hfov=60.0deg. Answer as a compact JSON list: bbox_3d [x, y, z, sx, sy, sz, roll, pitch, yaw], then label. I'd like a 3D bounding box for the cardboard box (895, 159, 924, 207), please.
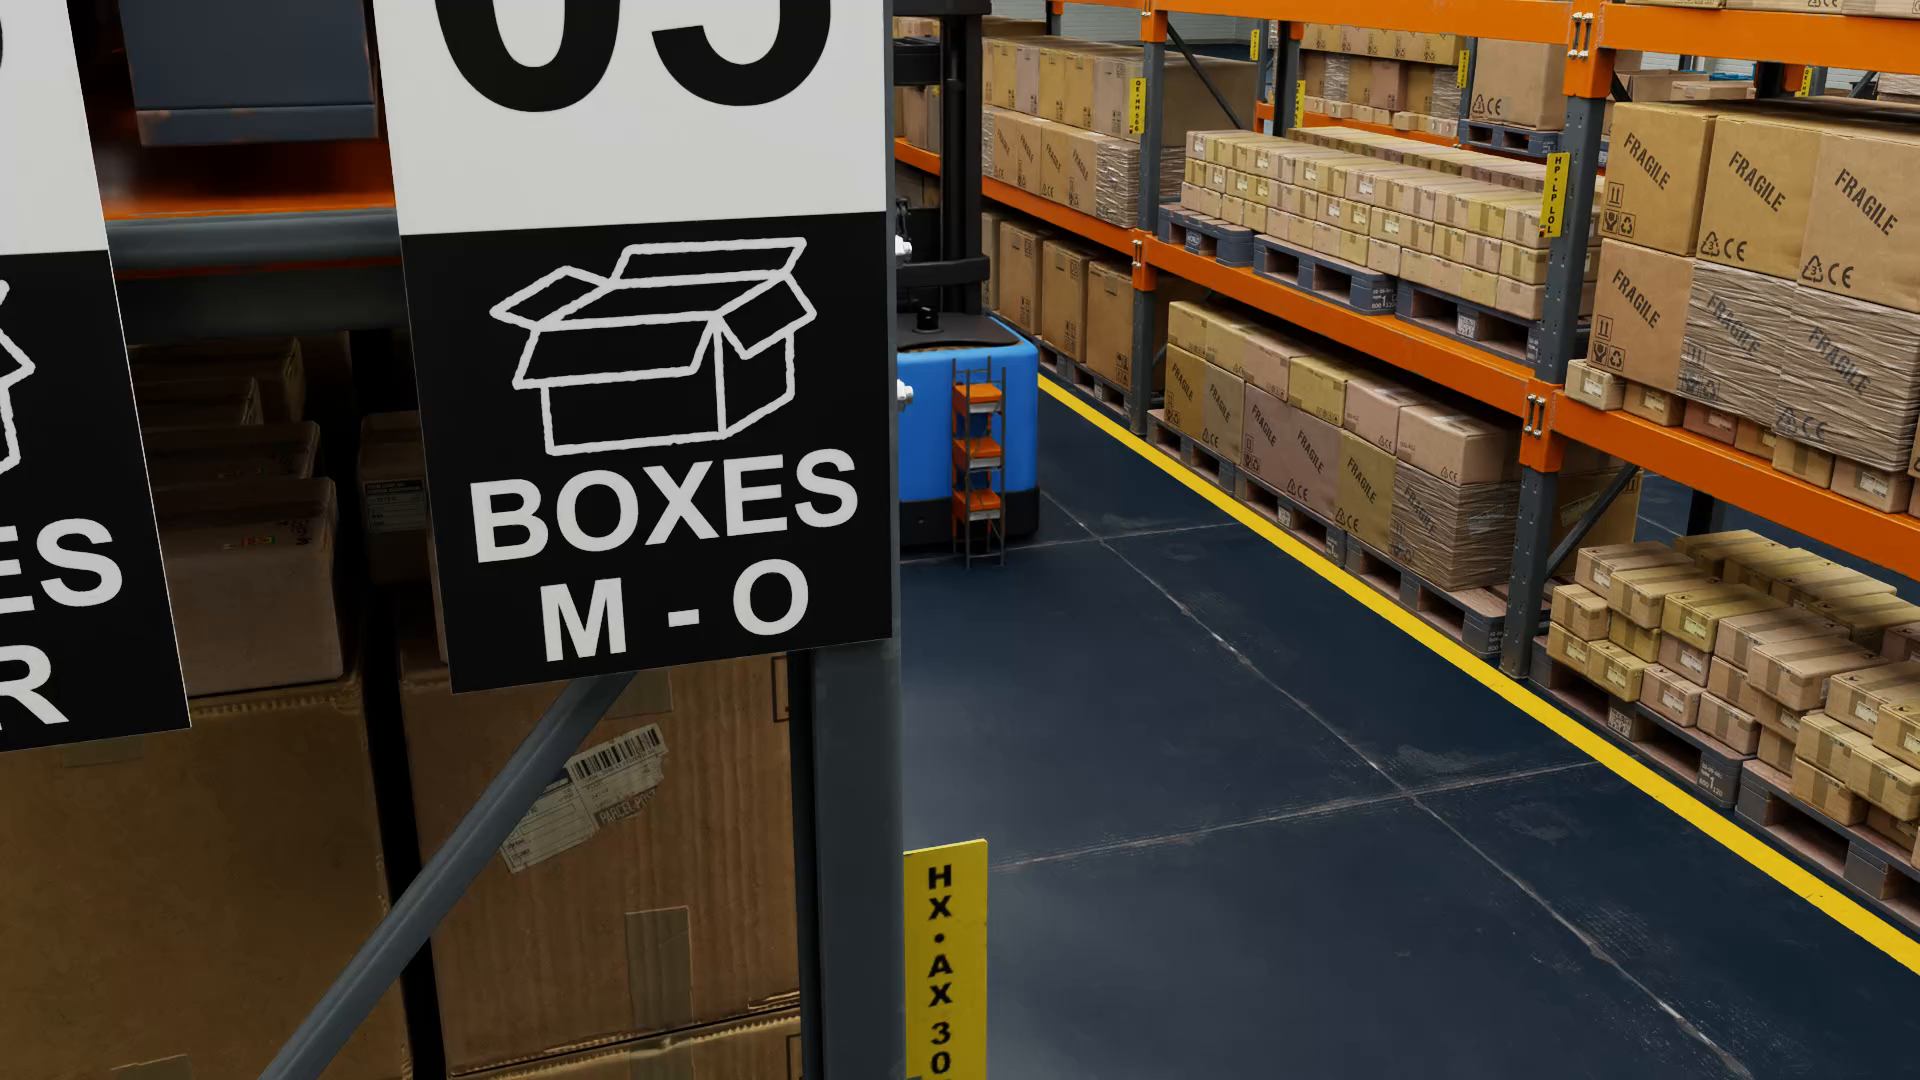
[{"bbox_3d":[-0.071,-3.133,15.724,0.875,0.875,0.875,-6,21,-17],"label":"cardboard box"}]

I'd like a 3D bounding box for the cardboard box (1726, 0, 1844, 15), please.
[{"bbox_3d":[2.923,-1.875,5.483,0.500,0.250,0.500,-7,21,-18],"label":"cardboard box"}]

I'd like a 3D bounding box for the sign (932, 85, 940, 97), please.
[{"bbox_3d":[-0.179,-3.823,13.724,0.100,0.325,0.005,-6,21,-17],"label":"sign"}]

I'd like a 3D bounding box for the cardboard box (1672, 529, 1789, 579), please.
[{"bbox_3d":[3.221,0.081,6.971,0.380,0.149,0.250,-6,21,-16],"label":"cardboard box"}]

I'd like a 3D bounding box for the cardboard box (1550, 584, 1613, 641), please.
[{"bbox_3d":[2.672,0.284,6.844,0.380,0.149,0.250,-5,20,-15],"label":"cardboard box"}]

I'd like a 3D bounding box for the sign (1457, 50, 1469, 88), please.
[{"bbox_3d":[4.575,-4.279,15.112,0.100,0.325,0.005,-6,21,-17],"label":"sign"}]

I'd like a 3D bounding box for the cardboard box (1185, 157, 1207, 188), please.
[{"bbox_3d":[1.566,-2.197,9.905,0.380,0.149,0.250,-5,20,-15],"label":"cardboard box"}]

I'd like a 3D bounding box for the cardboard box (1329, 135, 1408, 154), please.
[{"bbox_3d":[2.353,-2.240,9.585,0.380,0.149,0.250,-6,21,-16],"label":"cardboard box"}]

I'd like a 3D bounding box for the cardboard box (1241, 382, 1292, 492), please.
[{"bbox_3d":[1.912,-0.596,9.214,0.500,0.500,0.500,-7,21,-19],"label":"cardboard box"}]

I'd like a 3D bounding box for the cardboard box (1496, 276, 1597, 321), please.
[{"bbox_3d":[2.549,-1.056,7.169,0.380,0.149,0.250,-7,21,-18],"label":"cardboard box"}]

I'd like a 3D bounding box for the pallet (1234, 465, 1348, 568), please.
[{"bbox_3d":[2.229,-0.200,9.160,1.003,0.211,1.213,-6,21,-17],"label":"pallet"}]

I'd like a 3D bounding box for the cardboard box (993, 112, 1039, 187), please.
[{"bbox_3d":[0.571,-2.964,12.584,0.500,0.500,0.500,-6,21,-17],"label":"cardboard box"}]

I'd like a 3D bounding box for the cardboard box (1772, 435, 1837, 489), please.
[{"bbox_3d":[3.023,-0.295,5.673,0.380,0.149,0.250,-6,21,-16],"label":"cardboard box"}]

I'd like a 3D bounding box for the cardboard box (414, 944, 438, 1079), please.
[{"bbox_3d":[-1.095,0.636,2.562,0.500,0.500,0.500,-7,21,-18],"label":"cardboard box"}]

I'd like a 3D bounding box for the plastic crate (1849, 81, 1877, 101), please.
[{"bbox_3d":[9.746,-4.610,17.407,0.767,0.338,0.504,-6,21,-17],"label":"plastic crate"}]

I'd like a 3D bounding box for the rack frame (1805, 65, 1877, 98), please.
[{"bbox_3d":[6.345,-2.648,11.852,1.000,3.000,0.127,-6,21,-17],"label":"rack frame"}]

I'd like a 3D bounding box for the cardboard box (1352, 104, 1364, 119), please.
[{"bbox_3d":[4.278,-4.423,17.164,0.380,0.149,0.250,-6,21,-17],"label":"cardboard box"}]

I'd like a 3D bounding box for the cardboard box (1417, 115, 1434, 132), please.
[{"bbox_3d":[4.650,-4.019,16.041,0.380,0.149,0.250,-6,21,-17],"label":"cardboard box"}]

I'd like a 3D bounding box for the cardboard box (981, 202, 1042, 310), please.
[{"bbox_3d":[0.628,-2.387,13.830,1.050,0.750,0.750,-6,21,-17],"label":"cardboard box"}]

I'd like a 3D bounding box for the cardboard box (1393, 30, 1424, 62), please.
[{"bbox_3d":[4.527,-4.865,15.957,0.500,0.500,0.500,-6,21,-17],"label":"cardboard box"}]

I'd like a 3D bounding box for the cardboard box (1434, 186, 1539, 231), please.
[{"bbox_3d":[2.386,-1.507,7.545,0.380,0.149,0.250,-7,21,-19],"label":"cardboard box"}]

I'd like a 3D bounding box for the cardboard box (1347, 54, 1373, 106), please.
[{"bbox_3d":[4.511,-4.749,17.112,0.875,0.500,0.500,-6,21,-17],"label":"cardboard box"}]

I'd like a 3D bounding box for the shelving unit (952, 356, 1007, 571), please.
[{"bbox_3d":[0.094,-0.387,8.442,0.215,1.050,0.252,-6,21,-15],"label":"shelving unit"}]

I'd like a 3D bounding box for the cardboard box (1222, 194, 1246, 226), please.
[{"bbox_3d":[1.723,-1.895,9.507,0.380,0.149,0.250,-5,20,-14],"label":"cardboard box"}]

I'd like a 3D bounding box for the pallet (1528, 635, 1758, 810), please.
[{"bbox_3d":[3.107,0.654,6.783,1.003,0.211,1.213,-6,21,-17],"label":"pallet"}]

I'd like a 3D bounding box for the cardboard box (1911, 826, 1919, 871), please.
[{"bbox_3d":[3.281,1.002,5.285,0.380,0.149,0.250,-6,21,-16],"label":"cardboard box"}]

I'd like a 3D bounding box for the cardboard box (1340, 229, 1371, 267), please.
[{"bbox_3d":[2.137,-1.474,8.332,0.380,0.149,0.250,-5,20,-15],"label":"cardboard box"}]

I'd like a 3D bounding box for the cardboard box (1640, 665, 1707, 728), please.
[{"bbox_3d":[2.883,0.585,6.448,0.380,0.149,0.250,-6,21,-17],"label":"cardboard box"}]

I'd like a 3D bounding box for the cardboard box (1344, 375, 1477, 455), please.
[{"bbox_3d":[2.239,-0.623,8.180,0.500,0.250,0.500,-5,20,-15],"label":"cardboard box"}]

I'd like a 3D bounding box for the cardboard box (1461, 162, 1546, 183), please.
[{"bbox_3d":[2.767,-1.820,8.415,0.380,0.149,0.250,-6,21,-15],"label":"cardboard box"}]

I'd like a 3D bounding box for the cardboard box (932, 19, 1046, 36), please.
[{"bbox_3d":[0.264,-4.138,14.181,0.875,0.550,0.550,-6,21,-17],"label":"cardboard box"}]

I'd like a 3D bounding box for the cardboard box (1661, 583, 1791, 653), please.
[{"bbox_3d":[2.930,0.297,6.368,0.380,0.149,0.250,-7,21,-18],"label":"cardboard box"}]

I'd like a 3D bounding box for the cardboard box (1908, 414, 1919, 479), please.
[{"bbox_3d":[3.261,-0.379,4.946,0.500,0.500,0.500,-5,20,-14],"label":"cardboard box"}]

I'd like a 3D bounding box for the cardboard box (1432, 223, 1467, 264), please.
[{"bbox_3d":[2.390,-1.361,7.577,0.380,0.149,0.250,-5,20,-15],"label":"cardboard box"}]

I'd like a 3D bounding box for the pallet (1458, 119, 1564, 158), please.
[{"bbox_3d":[5.190,-3.581,14.732,1.003,0.211,1.213,-6,21,-17],"label":"pallet"}]

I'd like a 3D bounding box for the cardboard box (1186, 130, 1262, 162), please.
[{"bbox_3d":[1.567,-2.343,9.872,0.380,0.149,0.250,-6,21,-17],"label":"cardboard box"}]

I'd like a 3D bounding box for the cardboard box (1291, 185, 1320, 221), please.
[{"bbox_3d":[1.972,-1.784,8.755,0.380,0.149,0.250,-7,21,-18],"label":"cardboard box"}]

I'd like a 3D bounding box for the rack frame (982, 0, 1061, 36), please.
[{"bbox_3d":[0.347,-3.437,14.049,1.000,3.000,0.127,-6,21,-17],"label":"rack frame"}]

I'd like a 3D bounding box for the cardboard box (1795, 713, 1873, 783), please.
[{"bbox_3d":[3.113,0.696,5.698,0.380,0.149,0.250,-7,21,-18],"label":"cardboard box"}]

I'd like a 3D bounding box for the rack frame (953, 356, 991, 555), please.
[{"bbox_3d":[0.060,-0.427,8.552,0.200,1.050,0.008,-6,21,-15],"label":"rack frame"}]

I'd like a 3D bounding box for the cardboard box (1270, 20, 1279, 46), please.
[{"bbox_3d":[3.745,-5.668,18.191,0.500,0.500,0.500,-6,21,-17],"label":"cardboard box"}]

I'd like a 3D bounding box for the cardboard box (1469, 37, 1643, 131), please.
[{"bbox_3d":[5.205,-4.142,14.502,1.000,1.000,1.000,-6,21,-17],"label":"cardboard box"}]

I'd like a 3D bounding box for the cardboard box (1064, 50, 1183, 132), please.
[{"bbox_3d":[1.149,-3.143,11.603,0.700,0.500,0.500,-7,21,-18],"label":"cardboard box"}]

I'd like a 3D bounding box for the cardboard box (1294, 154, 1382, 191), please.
[{"bbox_3d":[1.981,-1.923,8.702,0.380,0.149,0.250,-6,21,-16],"label":"cardboard box"}]

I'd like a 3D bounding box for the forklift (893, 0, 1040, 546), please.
[{"bbox_3d":[-0.482,-1.795,9.578,1.130,2.935,3.031,-6,21,-15],"label":"forklift"}]

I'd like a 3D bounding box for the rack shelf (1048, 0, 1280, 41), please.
[{"bbox_3d":[0.976,-3.869,11.877,1.077,0.370,4.000,-6,21,-17],"label":"rack shelf"}]

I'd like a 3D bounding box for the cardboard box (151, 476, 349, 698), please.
[{"bbox_3d":[-0.851,0.055,1.739,0.380,0.149,0.250,-6,21,-16],"label":"cardboard box"}]

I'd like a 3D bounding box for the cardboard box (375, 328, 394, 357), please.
[{"bbox_3d":[-0.925,-0.219,3.463,0.500,0.500,0.500,-6,21,-17],"label":"cardboard box"}]

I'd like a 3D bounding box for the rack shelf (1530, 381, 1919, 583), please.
[{"bbox_3d":[3.491,0.110,5.236,1.077,0.370,4.000,-6,21,-17],"label":"rack shelf"}]

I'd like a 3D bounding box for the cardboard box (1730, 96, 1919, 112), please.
[{"bbox_3d":[3.266,-1.406,6.325,0.500,0.500,0.500,-7,21,-19],"label":"cardboard box"}]

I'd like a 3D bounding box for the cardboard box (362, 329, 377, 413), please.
[{"bbox_3d":[-1.583,-0.322,3.750,0.500,0.500,0.500,-6,21,-16],"label":"cardboard box"}]
